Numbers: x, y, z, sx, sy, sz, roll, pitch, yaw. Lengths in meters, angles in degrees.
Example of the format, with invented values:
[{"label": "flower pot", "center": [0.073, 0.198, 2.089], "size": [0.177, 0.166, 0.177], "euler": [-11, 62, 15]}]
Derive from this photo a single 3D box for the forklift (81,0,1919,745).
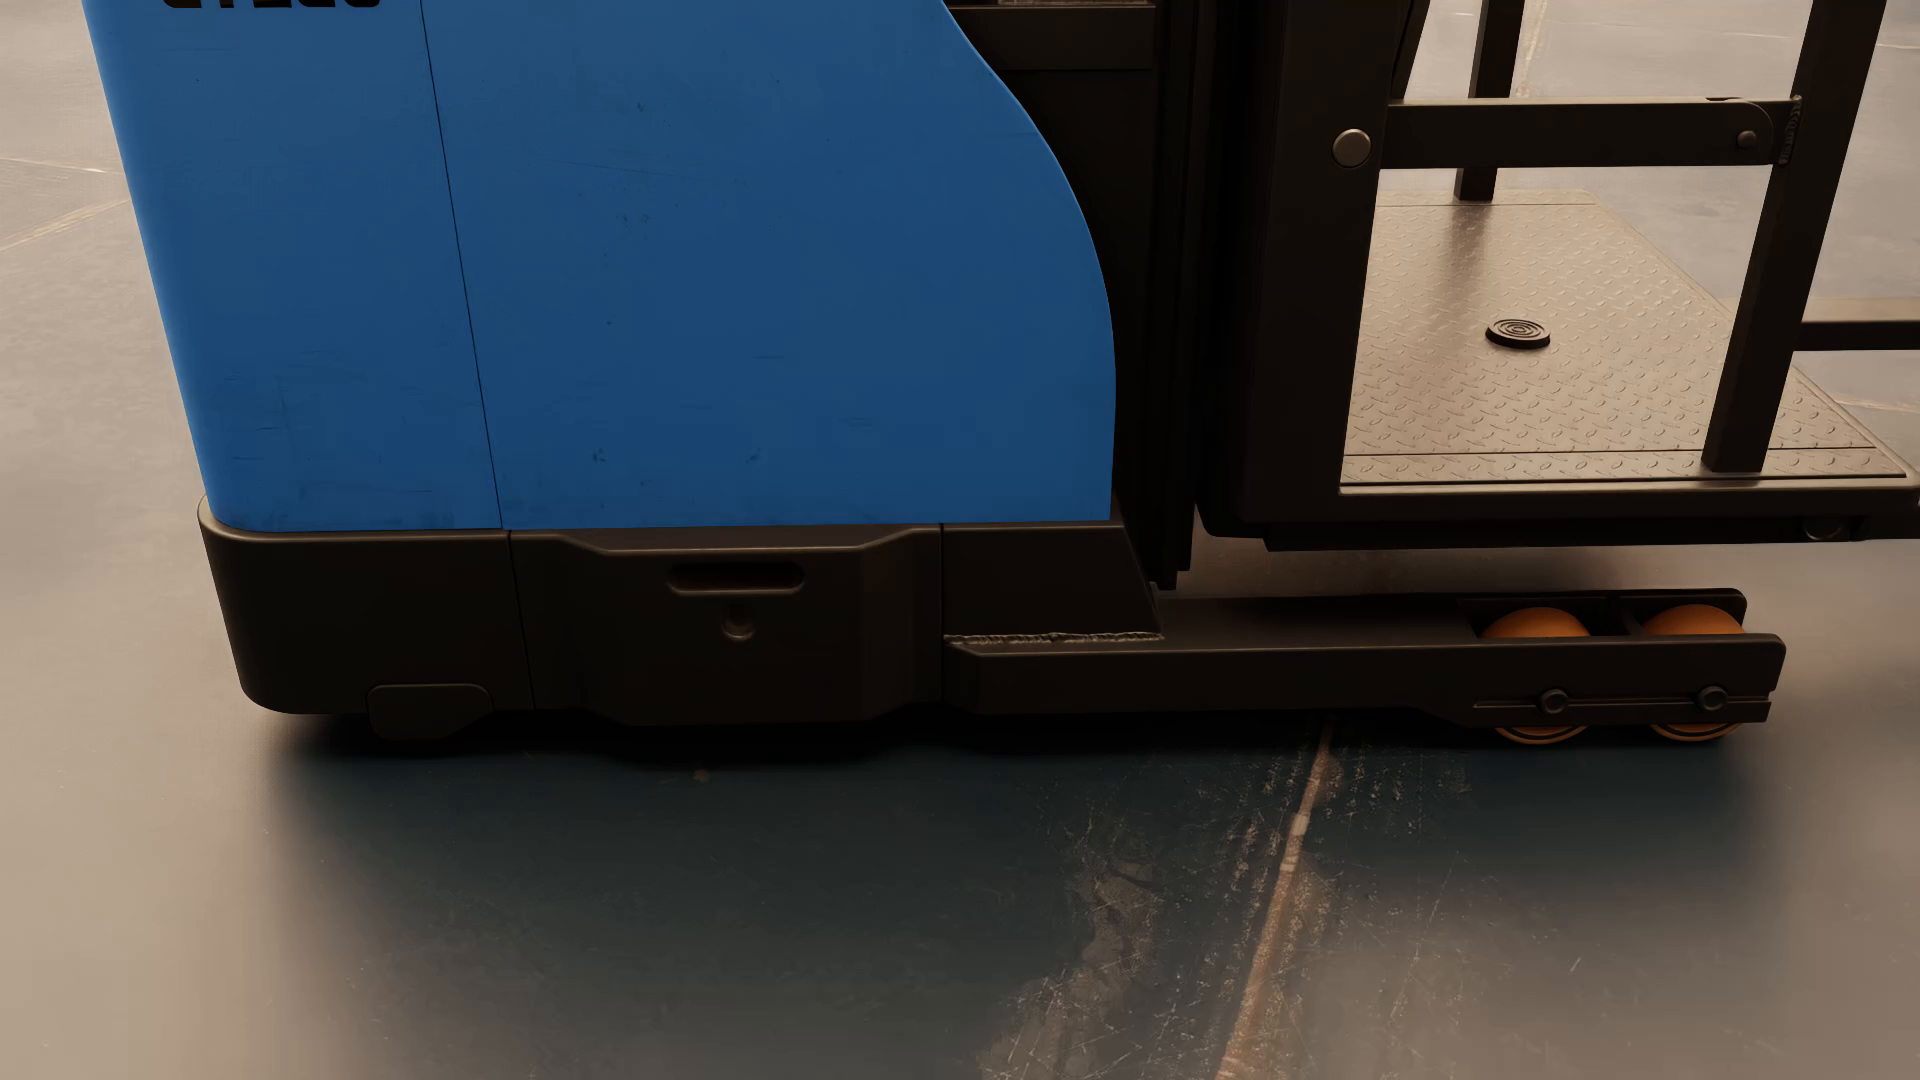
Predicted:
[{"label": "forklift", "center": [0.608, -1.285, 1.795], "size": [3.031, 2.935, 1.130], "euler": [-1, 30, -2]}]
